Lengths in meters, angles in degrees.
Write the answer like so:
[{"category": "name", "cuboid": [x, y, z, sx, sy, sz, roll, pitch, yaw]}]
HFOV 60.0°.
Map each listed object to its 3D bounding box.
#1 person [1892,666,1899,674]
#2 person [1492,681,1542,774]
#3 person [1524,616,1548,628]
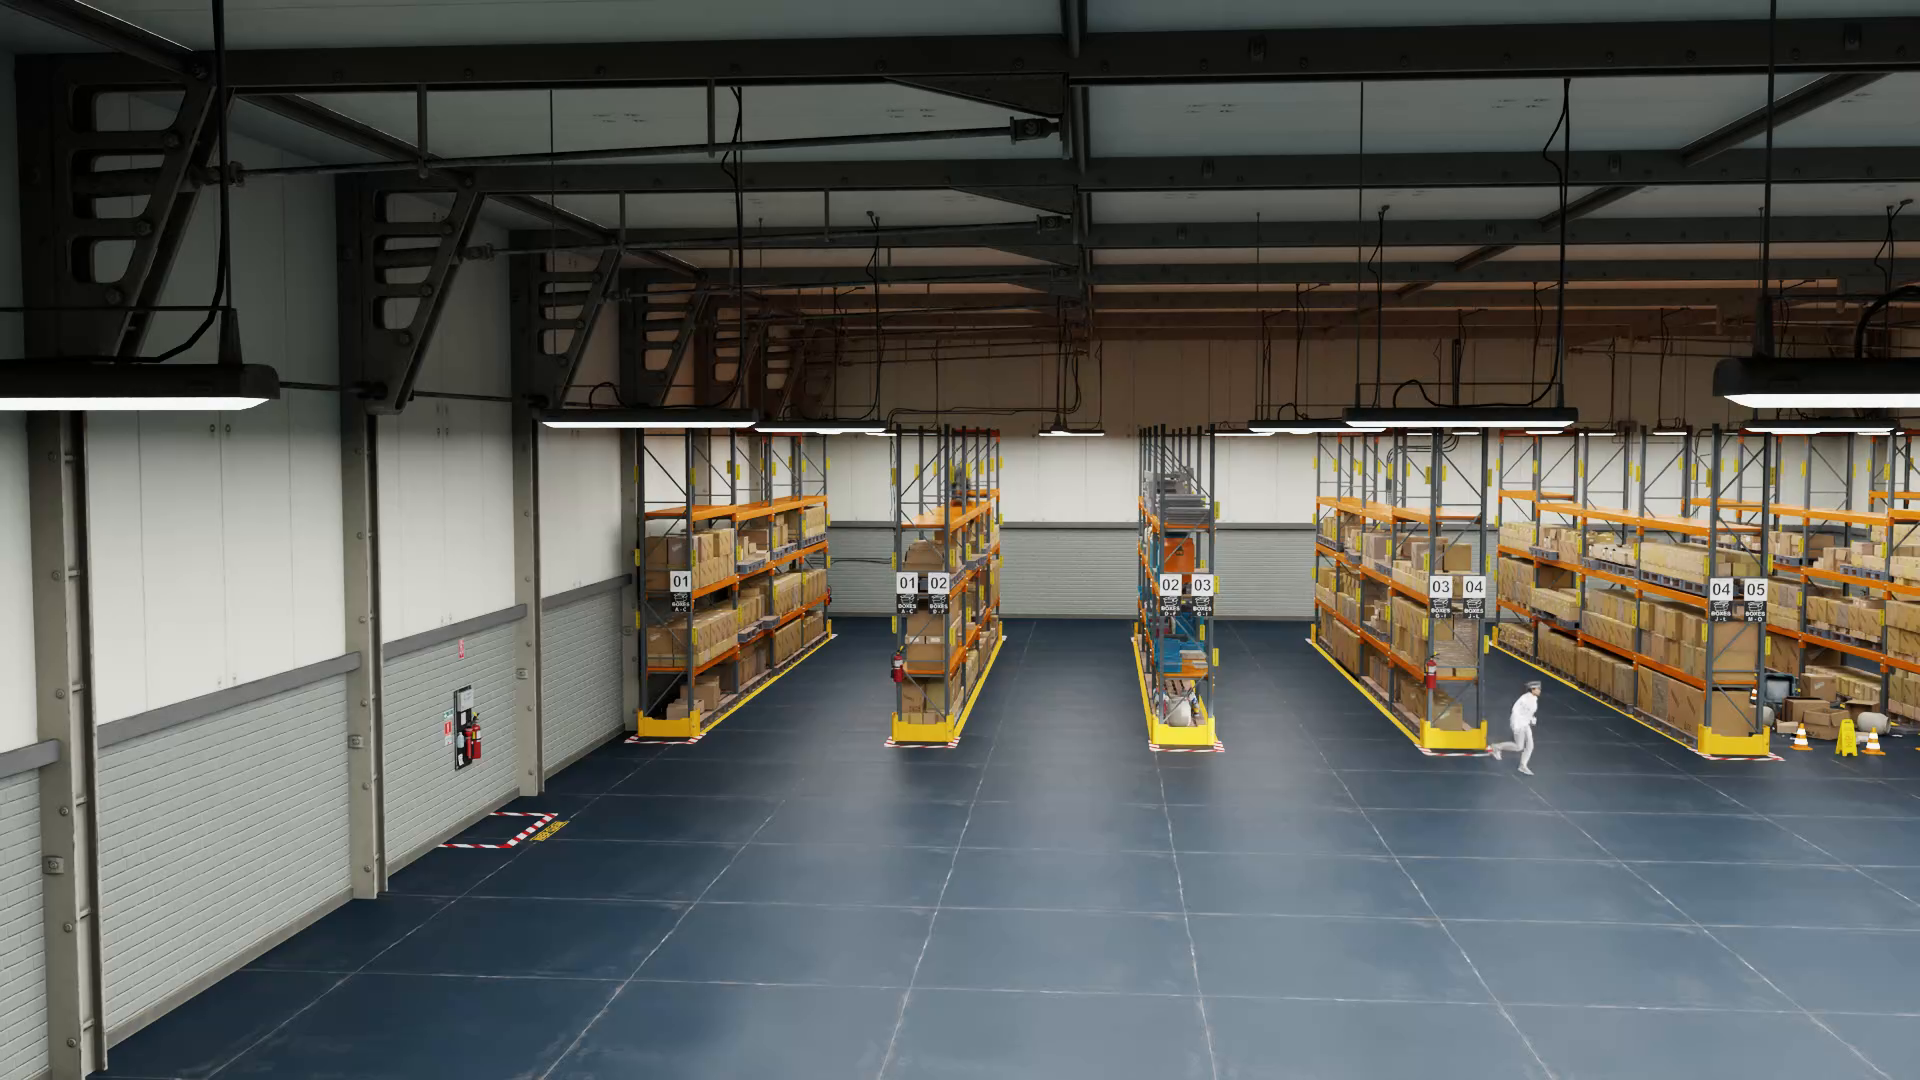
[{"category": "person", "cuboid": [21.570, 2.577, 38.042, 0.589, 1.770, 0.758, 0, 3, 4]}, {"category": "person", "cuboid": [9.588, 3.200, 28.621, 0.819, 1.630, 0.617, 2, 4, 33]}, {"category": "person", "cuboid": [16.317, 1.942, 47.312, 0.926, 1.770, 0.659, 0, 3, 2]}]
